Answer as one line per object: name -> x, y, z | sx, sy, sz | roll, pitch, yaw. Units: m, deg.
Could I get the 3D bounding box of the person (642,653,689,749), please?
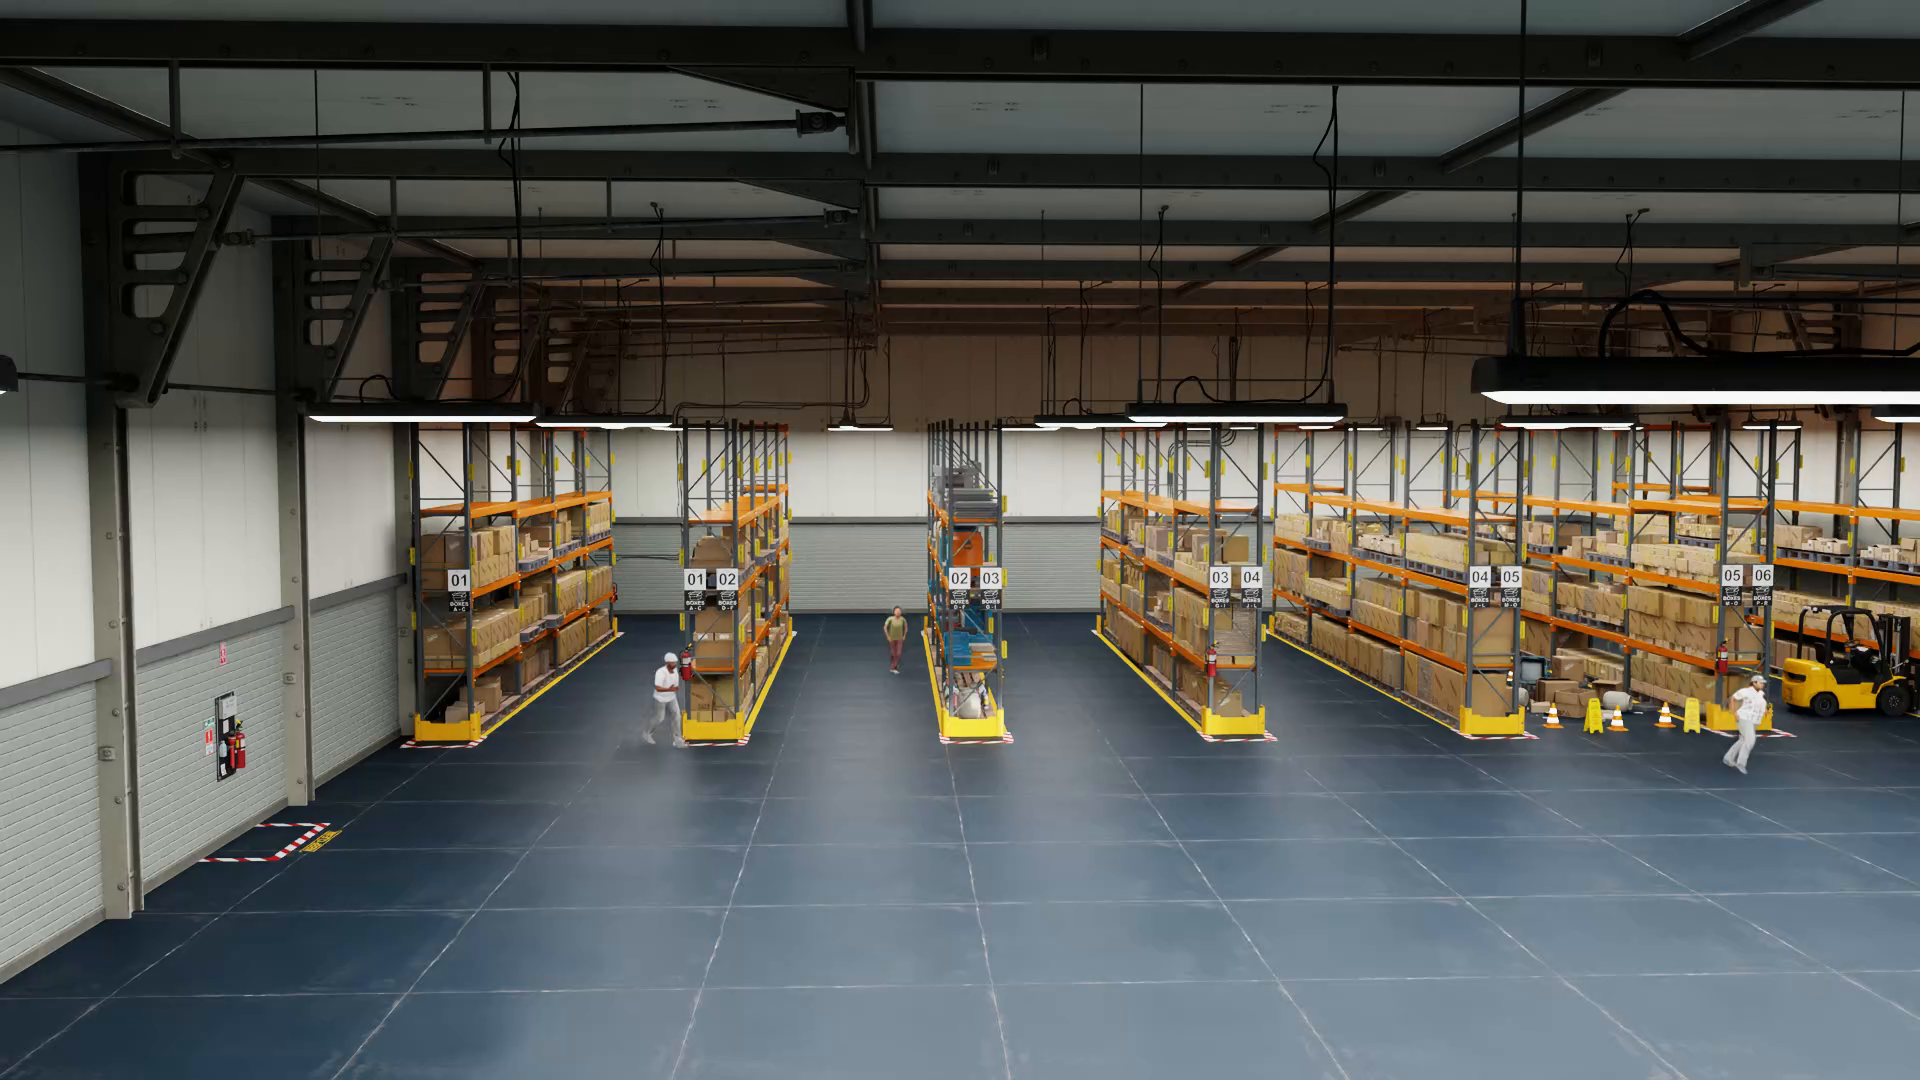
person -> -5.391, 2.916, 30.255 | 0.986, 1.757, 0.633 | 3, 4, 36

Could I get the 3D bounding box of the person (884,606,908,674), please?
person -> -1.531, 2.380, 39.789 | 0.581, 1.609, 0.499 | -1, 4, -10

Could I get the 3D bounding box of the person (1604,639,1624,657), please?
person -> 16.432, 2.204, 41.809 | 0.608, 1.660, 0.870 | 0, 4, -5

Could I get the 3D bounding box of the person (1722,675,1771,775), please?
person -> 13.320, 3.097, 28.182 | 0.753, 1.629, 0.762 | -2, 4, -28
